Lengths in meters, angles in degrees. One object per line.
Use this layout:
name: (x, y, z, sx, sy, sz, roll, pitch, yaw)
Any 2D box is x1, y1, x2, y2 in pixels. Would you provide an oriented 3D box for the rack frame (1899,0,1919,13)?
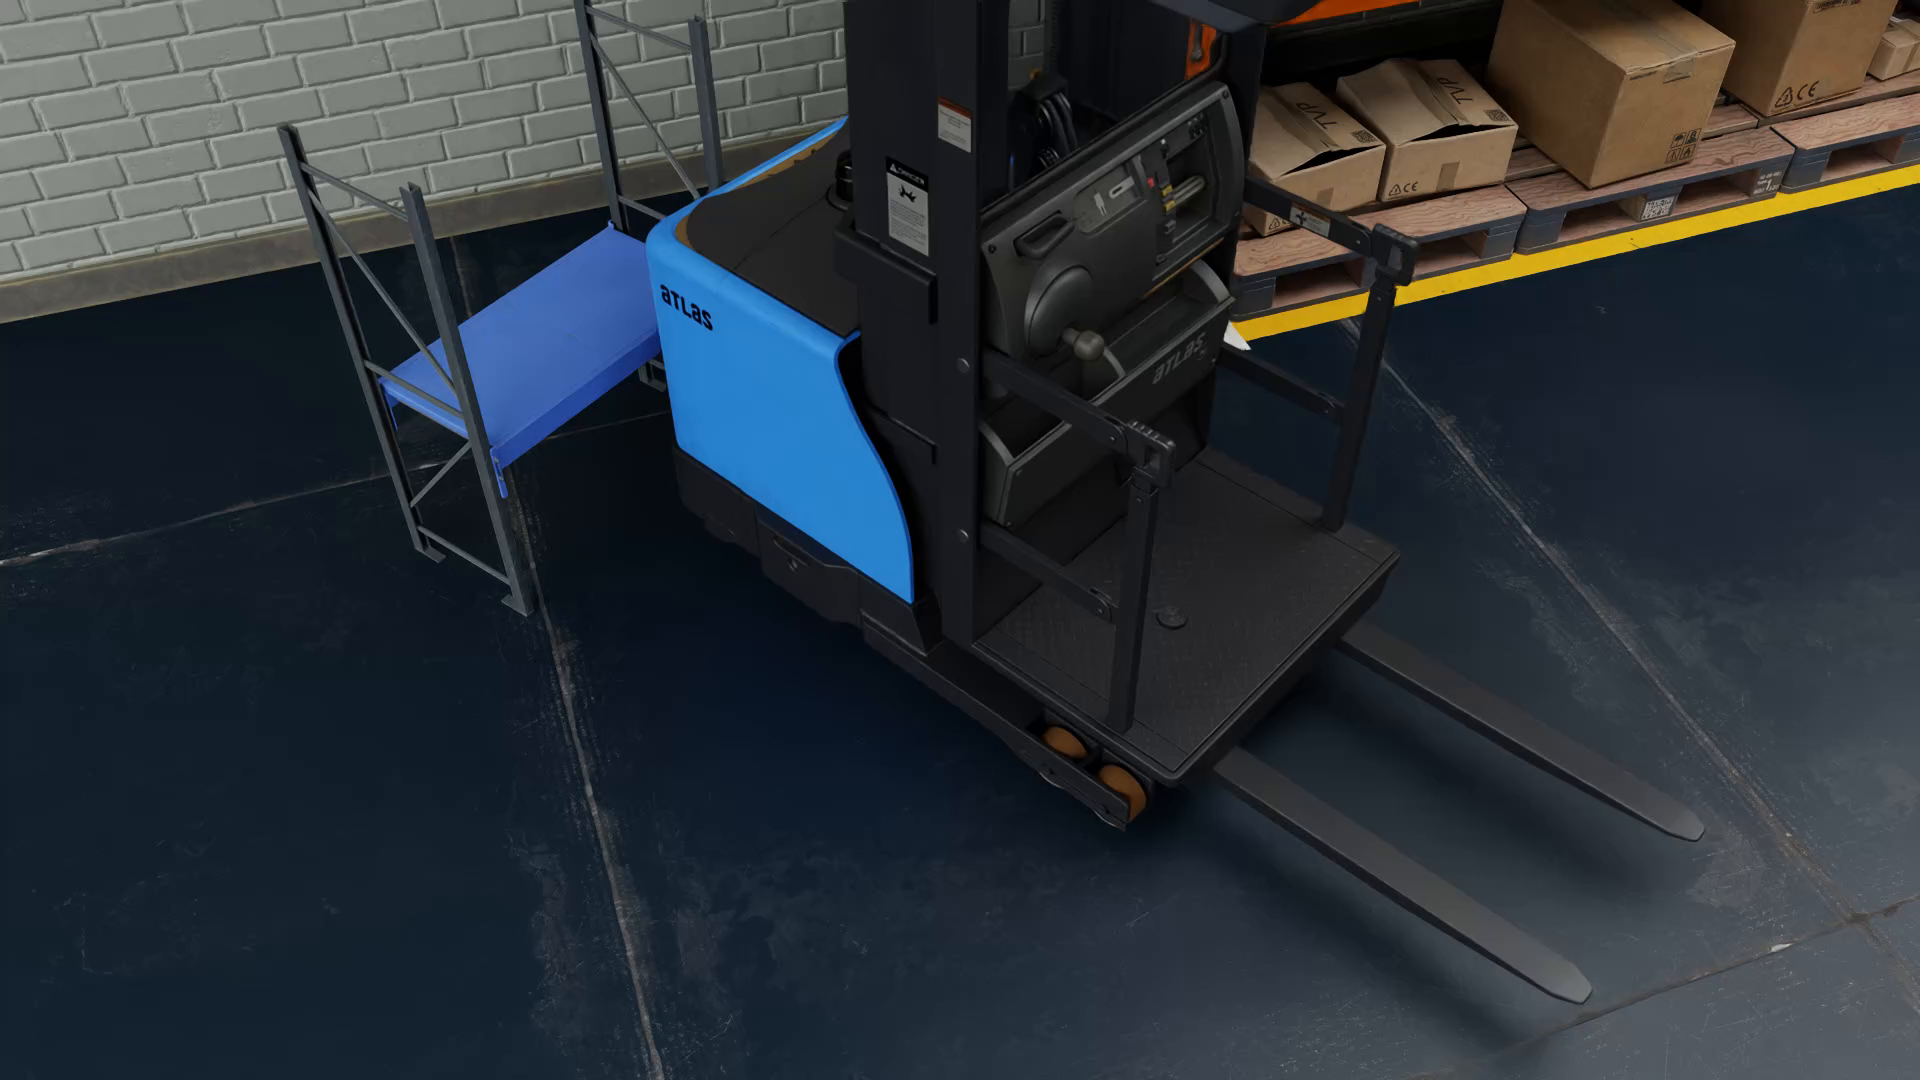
rack frame: (4.293, -3.092, 6.213, 0.127, 3.000, 1.000, -14, 47, -14)

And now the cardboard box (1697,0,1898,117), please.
cardboard box: (3.331, -2.088, 6.668, 0.500, 0.500, 0.500, -18, 48, -17)

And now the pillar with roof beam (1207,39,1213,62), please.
pillar with roof beam: (2.357, -2.124, 1.014, 0.400, 9.000, 9.100, -14, 47, -14)

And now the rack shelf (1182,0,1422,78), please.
rack shelf: (2.412, -2.357, 5.989, 4.000, 0.370, 1.077, -14, 47, -14)

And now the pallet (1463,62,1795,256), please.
pallet: (2.524, -1.626, 6.722, 1.213, 0.211, 1.003, -14, 47, -14)

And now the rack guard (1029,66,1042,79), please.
rack guard: (0.602, -1.265, 6.158, 0.348, 0.500, 1.175, -14, 47, -14)

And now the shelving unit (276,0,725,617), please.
shelving unit: (-1.203, -0.700, 4.889, 0.538, 1.500, 1.048, 27, 51, 24)

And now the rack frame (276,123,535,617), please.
rack frame: (-1.500, -0.408, 4.597, 0.500, 1.500, 0.032, 27, 51, 24)

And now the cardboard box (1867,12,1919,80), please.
cardboard box: (3.800, -2.098, 6.913, 0.250, 0.166, 0.380, -20, 49, -19)

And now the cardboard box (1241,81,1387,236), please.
cardboard box: (1.212, -1.442, 6.157, 0.500, 0.311, 0.500, -19, 48, -18)

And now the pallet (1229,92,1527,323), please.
pallet: (1.379, -1.335, 6.432, 1.213, 0.211, 1.003, -14, 47, -14)

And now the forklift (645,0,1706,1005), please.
forklift: (0.542, -0.690, 3.868, 3.031, 2.935, 1.130, 32, 53, 28)

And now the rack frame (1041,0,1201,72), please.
rack frame: (0.531, -2.130, 5.255, 0.127, 3.000, 1.000, -14, 47, -14)

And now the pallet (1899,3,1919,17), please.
pallet: (5.025, -2.295, 7.389, 1.213, 0.211, 1.003, -14, 47, -14)

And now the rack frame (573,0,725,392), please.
rack frame: (-0.906, -0.992, 5.180, 0.500, 1.500, 0.032, 27, 51, 24)

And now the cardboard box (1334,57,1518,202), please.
cardboard box: (1.749, -1.579, 6.294, 0.500, 0.311, 0.500, -11, 46, -11)

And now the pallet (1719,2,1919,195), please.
pallet: (3.674, -1.922, 7.017, 1.213, 0.211, 1.003, -14, 47, -14)

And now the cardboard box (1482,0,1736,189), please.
cardboard box: (2.456, -1.789, 6.370, 0.500, 0.500, 0.700, -17, 48, -16)

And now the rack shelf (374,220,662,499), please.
rack shelf: (-1.203, -0.573, 5.016, 0.538, 0.185, 1.000, 27, 51, 24)
